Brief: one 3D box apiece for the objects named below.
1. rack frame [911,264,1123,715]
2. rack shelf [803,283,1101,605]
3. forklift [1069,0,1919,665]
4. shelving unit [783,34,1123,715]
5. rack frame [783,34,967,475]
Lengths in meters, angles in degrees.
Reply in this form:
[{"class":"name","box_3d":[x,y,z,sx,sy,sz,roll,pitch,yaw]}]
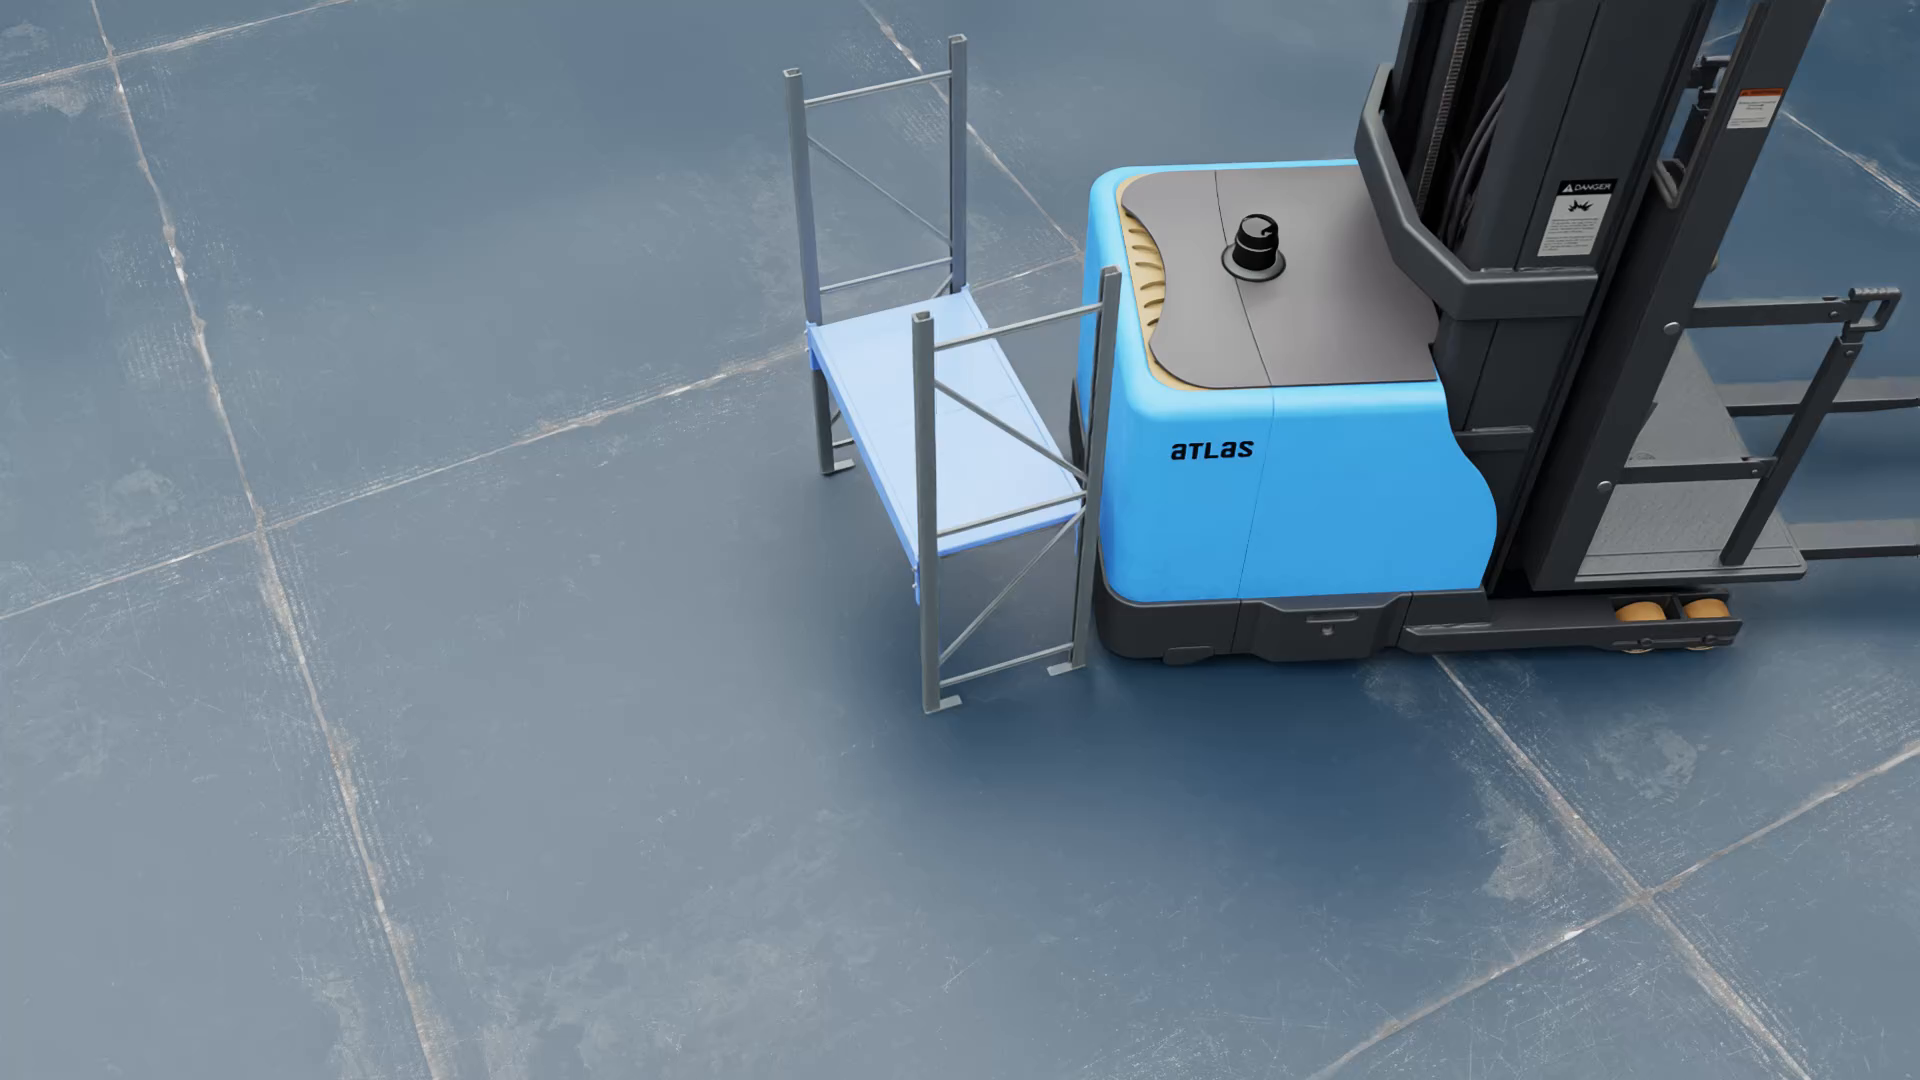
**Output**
[{"class":"rack frame","box_3d":[0.131,-0.064,4.309,0.500,1.500,0.032,-16,51,-13]},{"class":"rack shelf","box_3d":[-0.045,-0.304,4.759,0.538,0.185,1.000,-16,51,-13]},{"class":"forklift","box_3d":[1.895,-1.027,4.201,3.031,2.935,1.130,-2,49,-2]},{"class":"shelving unit","box_3d":[-0.045,-0.422,4.623,0.538,1.500,1.048,-16,51,-13]},{"class":"rack frame","box_3d":[-0.221,-0.781,4.937,0.500,1.500,0.032,-16,51,-13]}]
